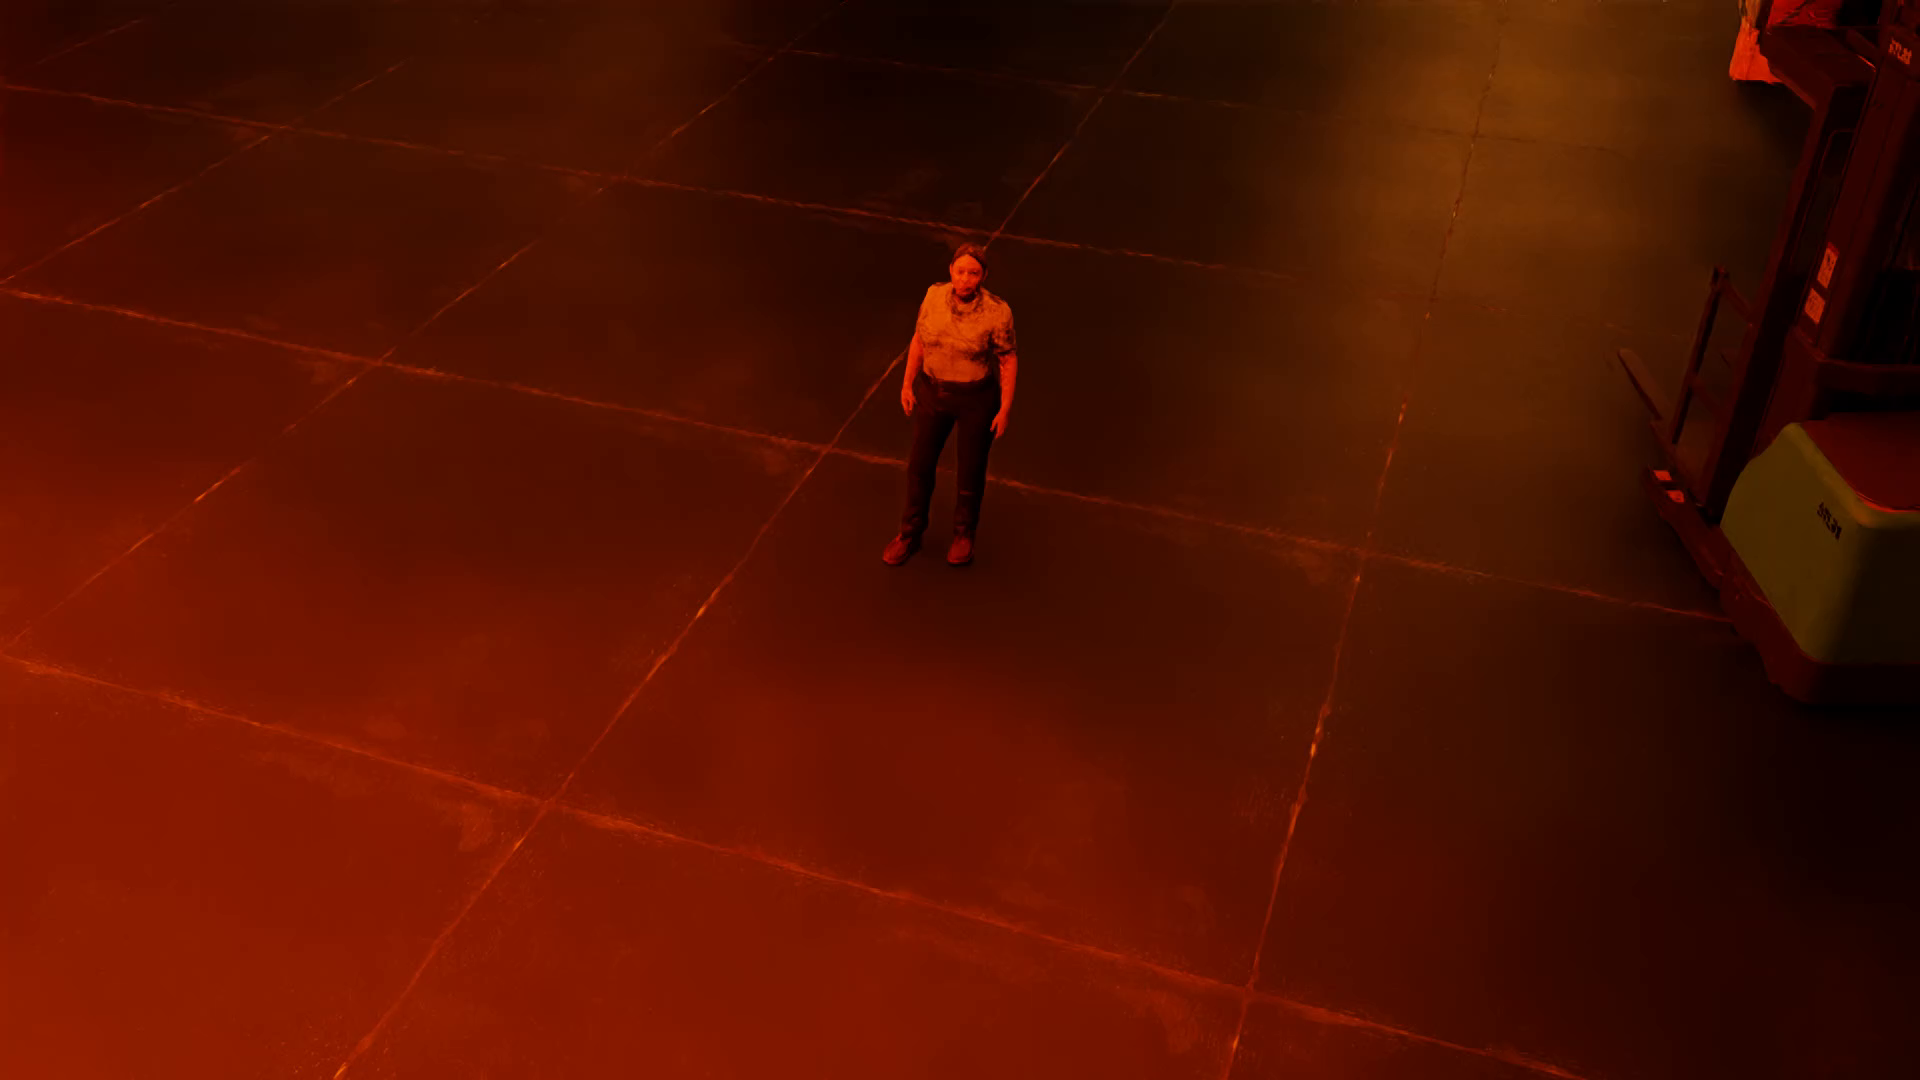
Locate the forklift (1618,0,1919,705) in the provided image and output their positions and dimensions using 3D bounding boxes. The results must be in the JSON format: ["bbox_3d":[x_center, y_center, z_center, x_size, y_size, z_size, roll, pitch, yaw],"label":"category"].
[{"bbox_3d":[4.251,-1.273,7.906,1.130,2.935,3.031,0,35,0],"label":"forklift"}]

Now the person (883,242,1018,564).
[{"bbox_3d":[-0.051,-0.629,8.104,0.599,1.640,0.502,12,37,16],"label":"person"}]
